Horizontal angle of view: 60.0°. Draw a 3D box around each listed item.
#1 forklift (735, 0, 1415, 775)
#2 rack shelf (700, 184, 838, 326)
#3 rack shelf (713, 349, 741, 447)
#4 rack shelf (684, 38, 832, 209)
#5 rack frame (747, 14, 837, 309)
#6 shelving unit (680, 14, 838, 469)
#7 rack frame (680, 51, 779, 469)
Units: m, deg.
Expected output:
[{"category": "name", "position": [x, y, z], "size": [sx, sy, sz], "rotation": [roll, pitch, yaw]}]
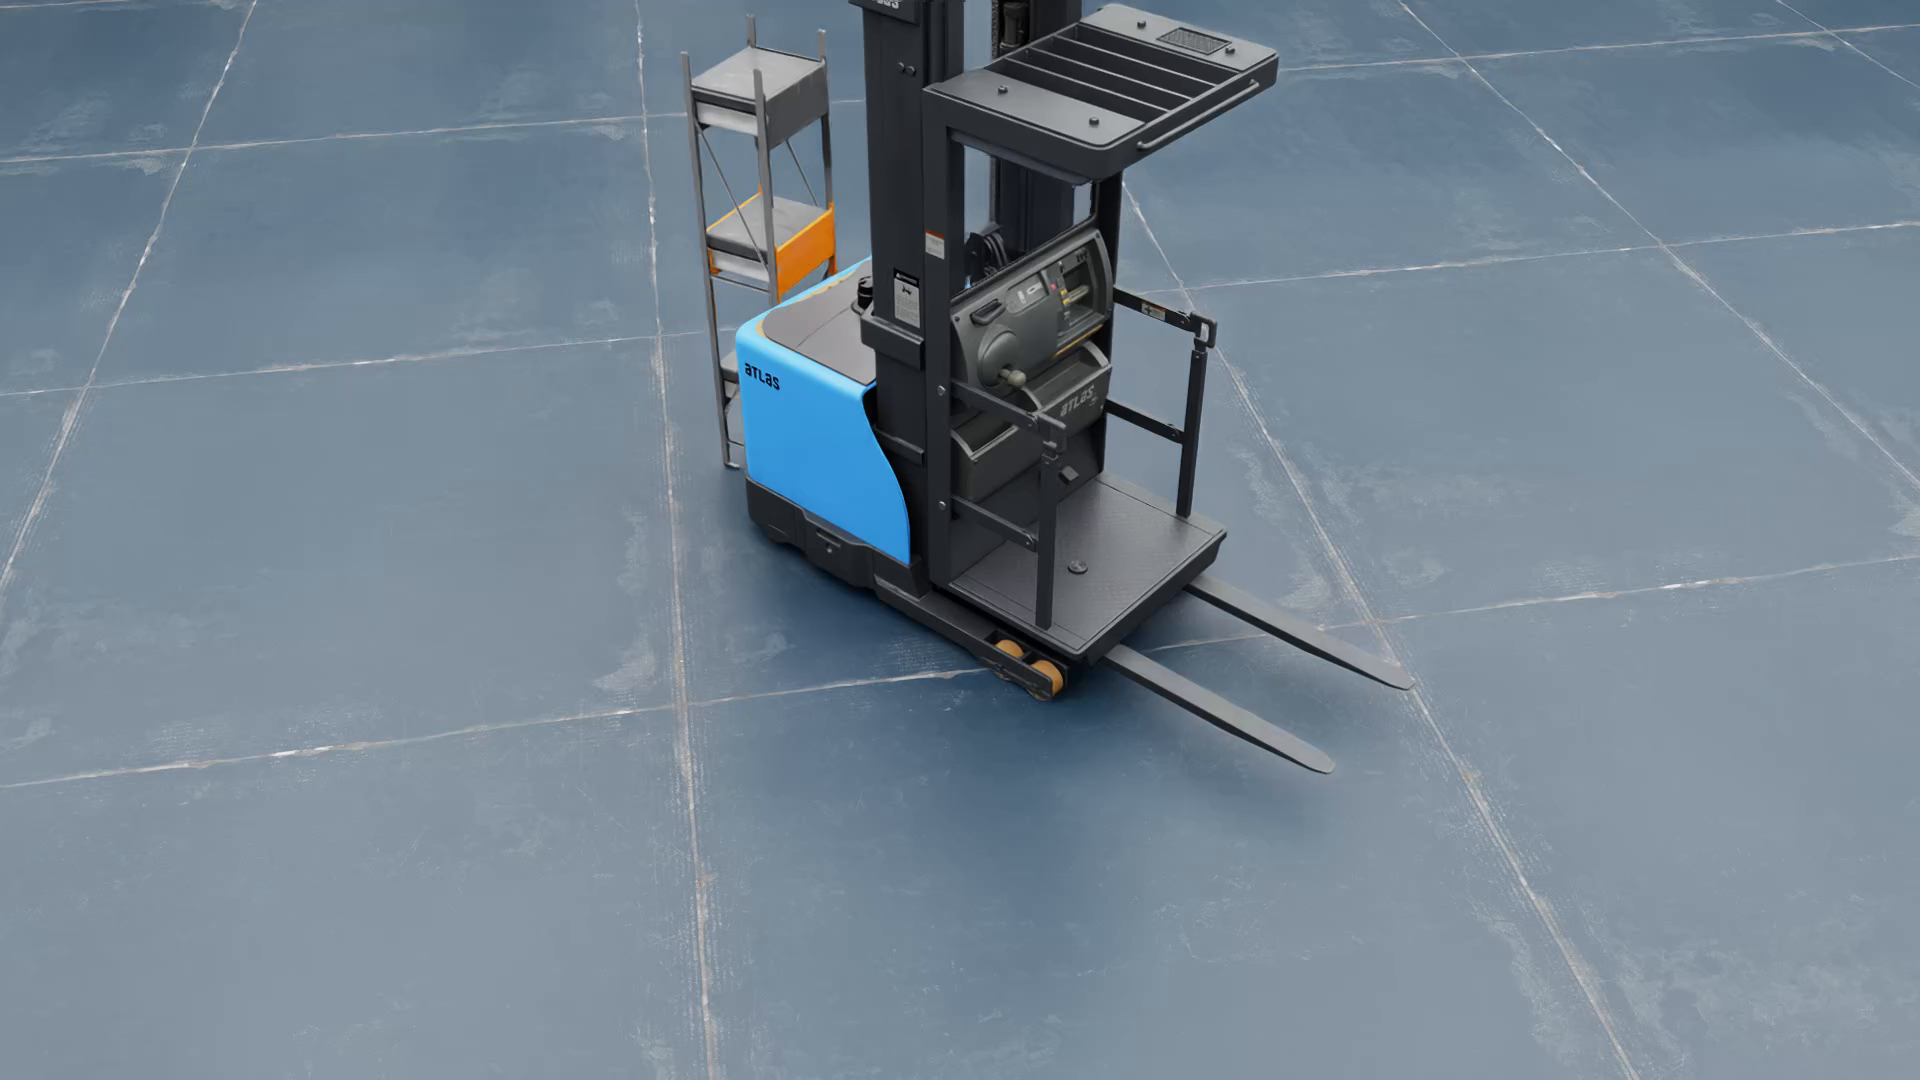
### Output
[{"category": "forklift", "position": [0.457, -0.861, 6.469], "size": [3.031, 2.935, 1.130], "rotation": [28, 46, 31]}, {"category": "rack shelf", "position": [-0.875, -1.272, 7.698], "size": [0.431, 0.518, 0.480], "rotation": [19, 41, 22]}, {"category": "rack shelf", "position": [-0.877, -0.720, 8.127], "size": [0.431, 0.518, 0.480], "rotation": [19, 41, 22]}, {"category": "rack shelf", "position": [-0.874, -1.825, 7.268], "size": [0.431, 0.518, 0.480], "rotation": [19, 41, 22]}, {"category": "rack frame", "position": [-0.758, -1.414, 7.858], "size": [0.400, 2.100, 0.015], "rotation": [19, 41, 22]}, {"category": "shelving unit", "position": [-0.875, -1.283, 7.689], "size": [0.431, 2.100, 0.503], "rotation": [19, 41, 22]}, {"category": "rack frame", "position": [-0.992, -1.152, 7.520], "size": [0.400, 2.100, 0.015], "rotation": [19, 41, 22]}]
